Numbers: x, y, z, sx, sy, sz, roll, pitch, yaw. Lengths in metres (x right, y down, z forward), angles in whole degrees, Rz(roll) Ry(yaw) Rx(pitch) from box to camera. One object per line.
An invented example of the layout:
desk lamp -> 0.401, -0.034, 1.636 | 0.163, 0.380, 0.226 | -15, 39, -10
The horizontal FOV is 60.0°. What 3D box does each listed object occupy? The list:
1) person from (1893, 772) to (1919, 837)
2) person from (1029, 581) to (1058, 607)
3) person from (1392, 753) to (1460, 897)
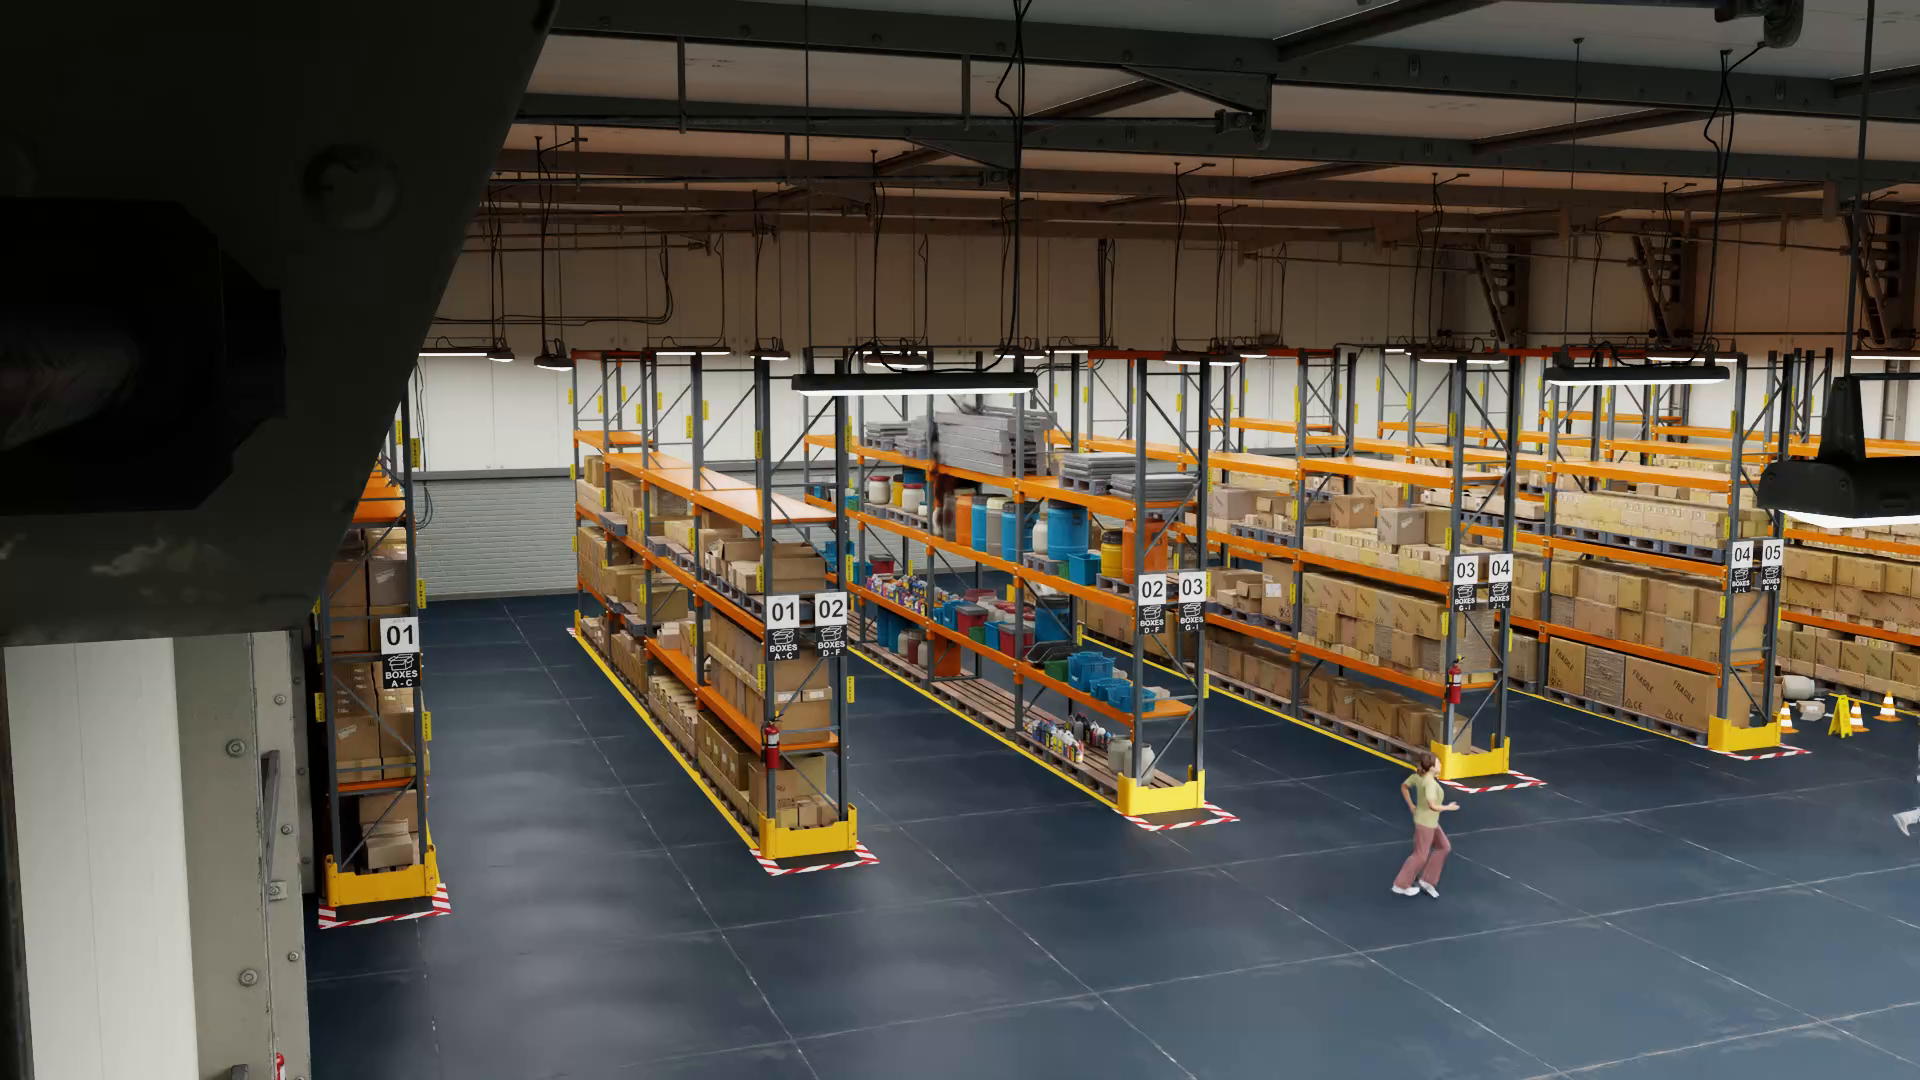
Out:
person -> 11.917, 3.015, 20.351 | 0.703, 1.651, 0.607 | 2, 7, 15
person -> 1.662, 1.261, 31.649 | 0.685, 1.727, 0.543 | -4, 8, -30
person -> 5.212, 3.214, 18.598 | 0.697, 1.703, 0.563 | 1, 7, 6
